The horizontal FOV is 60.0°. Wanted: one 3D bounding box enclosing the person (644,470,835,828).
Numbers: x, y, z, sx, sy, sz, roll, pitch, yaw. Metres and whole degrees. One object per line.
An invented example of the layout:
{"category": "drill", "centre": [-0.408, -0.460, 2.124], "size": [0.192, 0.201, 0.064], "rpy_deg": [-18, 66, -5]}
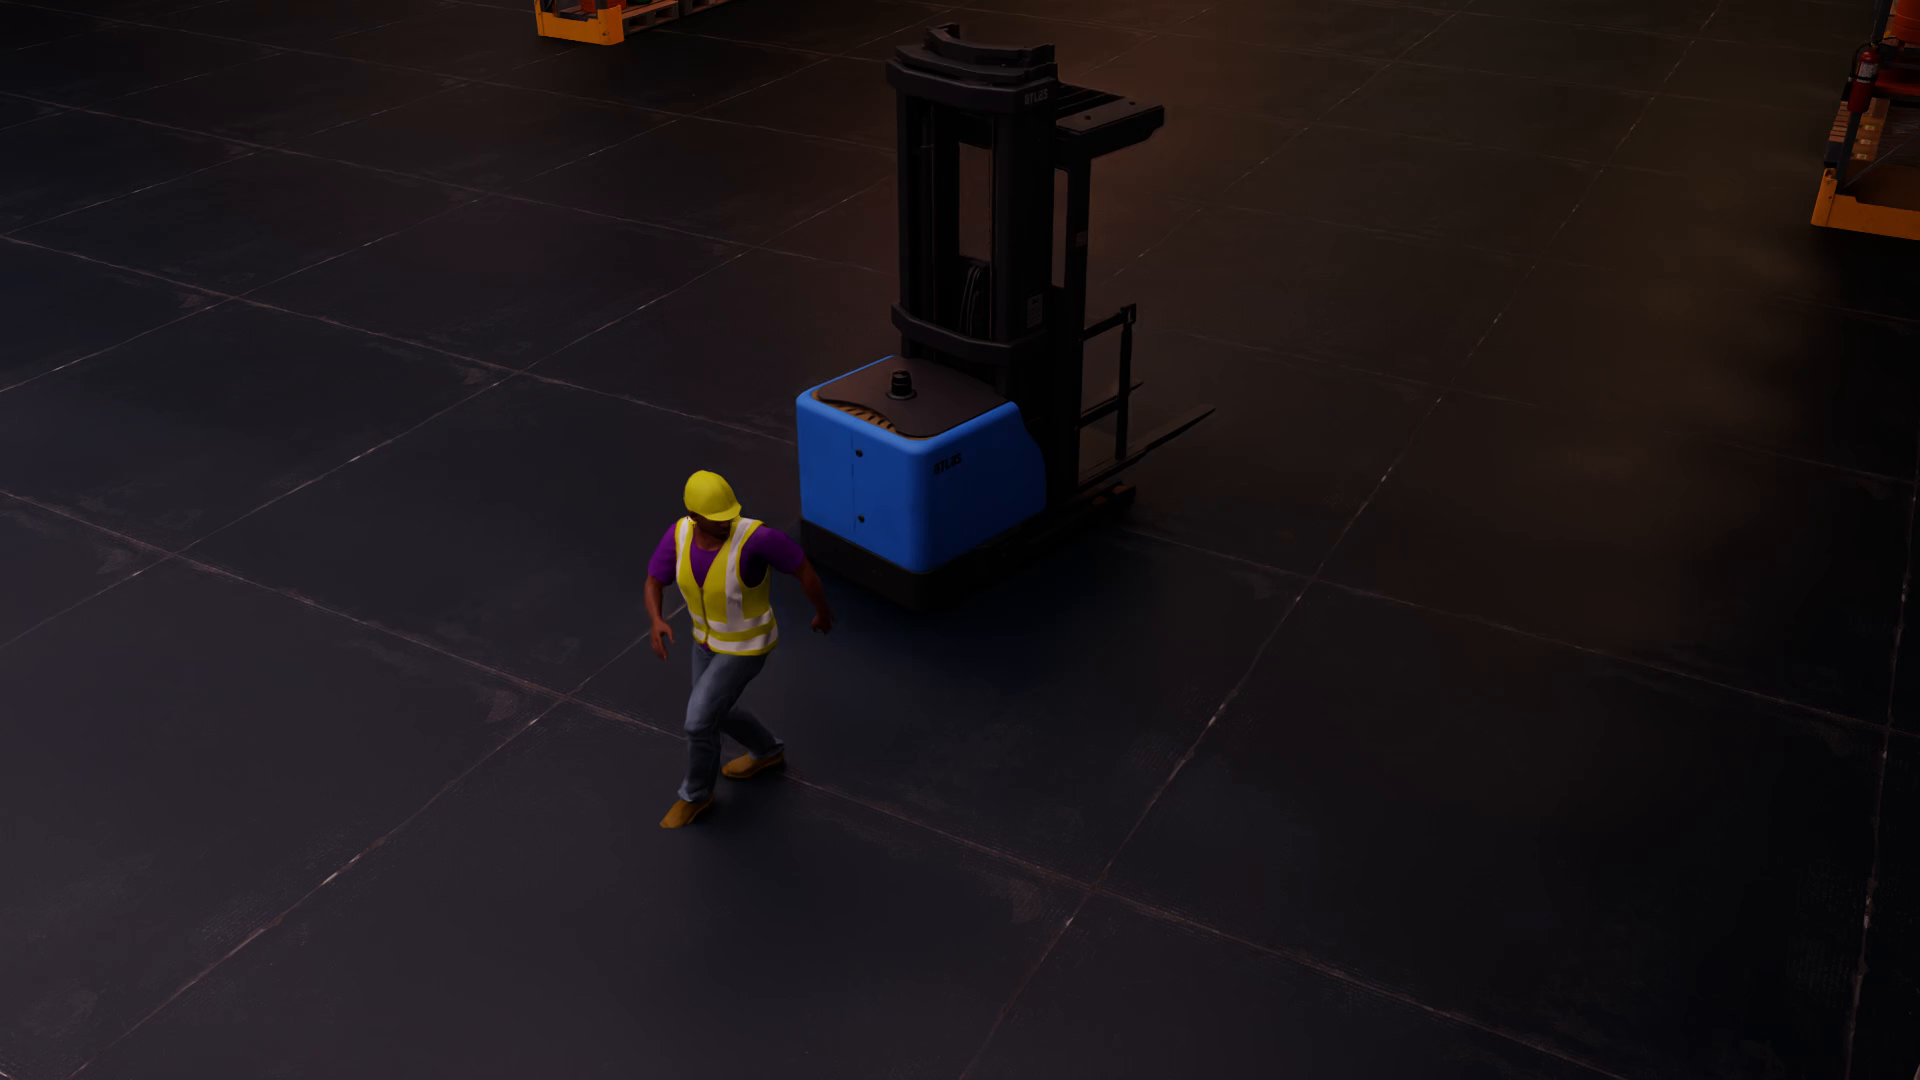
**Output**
{"category": "person", "centre": [-1.075, 0.457, 7.558], "size": [0.911, 1.746, 0.613], "rpy_deg": [-25, 38, -36]}

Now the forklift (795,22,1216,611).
{"category": "forklift", "centre": [0.436, -1.527, 9.716], "size": [1.130, 2.935, 3.031], "rpy_deg": [25, 38, 36]}
